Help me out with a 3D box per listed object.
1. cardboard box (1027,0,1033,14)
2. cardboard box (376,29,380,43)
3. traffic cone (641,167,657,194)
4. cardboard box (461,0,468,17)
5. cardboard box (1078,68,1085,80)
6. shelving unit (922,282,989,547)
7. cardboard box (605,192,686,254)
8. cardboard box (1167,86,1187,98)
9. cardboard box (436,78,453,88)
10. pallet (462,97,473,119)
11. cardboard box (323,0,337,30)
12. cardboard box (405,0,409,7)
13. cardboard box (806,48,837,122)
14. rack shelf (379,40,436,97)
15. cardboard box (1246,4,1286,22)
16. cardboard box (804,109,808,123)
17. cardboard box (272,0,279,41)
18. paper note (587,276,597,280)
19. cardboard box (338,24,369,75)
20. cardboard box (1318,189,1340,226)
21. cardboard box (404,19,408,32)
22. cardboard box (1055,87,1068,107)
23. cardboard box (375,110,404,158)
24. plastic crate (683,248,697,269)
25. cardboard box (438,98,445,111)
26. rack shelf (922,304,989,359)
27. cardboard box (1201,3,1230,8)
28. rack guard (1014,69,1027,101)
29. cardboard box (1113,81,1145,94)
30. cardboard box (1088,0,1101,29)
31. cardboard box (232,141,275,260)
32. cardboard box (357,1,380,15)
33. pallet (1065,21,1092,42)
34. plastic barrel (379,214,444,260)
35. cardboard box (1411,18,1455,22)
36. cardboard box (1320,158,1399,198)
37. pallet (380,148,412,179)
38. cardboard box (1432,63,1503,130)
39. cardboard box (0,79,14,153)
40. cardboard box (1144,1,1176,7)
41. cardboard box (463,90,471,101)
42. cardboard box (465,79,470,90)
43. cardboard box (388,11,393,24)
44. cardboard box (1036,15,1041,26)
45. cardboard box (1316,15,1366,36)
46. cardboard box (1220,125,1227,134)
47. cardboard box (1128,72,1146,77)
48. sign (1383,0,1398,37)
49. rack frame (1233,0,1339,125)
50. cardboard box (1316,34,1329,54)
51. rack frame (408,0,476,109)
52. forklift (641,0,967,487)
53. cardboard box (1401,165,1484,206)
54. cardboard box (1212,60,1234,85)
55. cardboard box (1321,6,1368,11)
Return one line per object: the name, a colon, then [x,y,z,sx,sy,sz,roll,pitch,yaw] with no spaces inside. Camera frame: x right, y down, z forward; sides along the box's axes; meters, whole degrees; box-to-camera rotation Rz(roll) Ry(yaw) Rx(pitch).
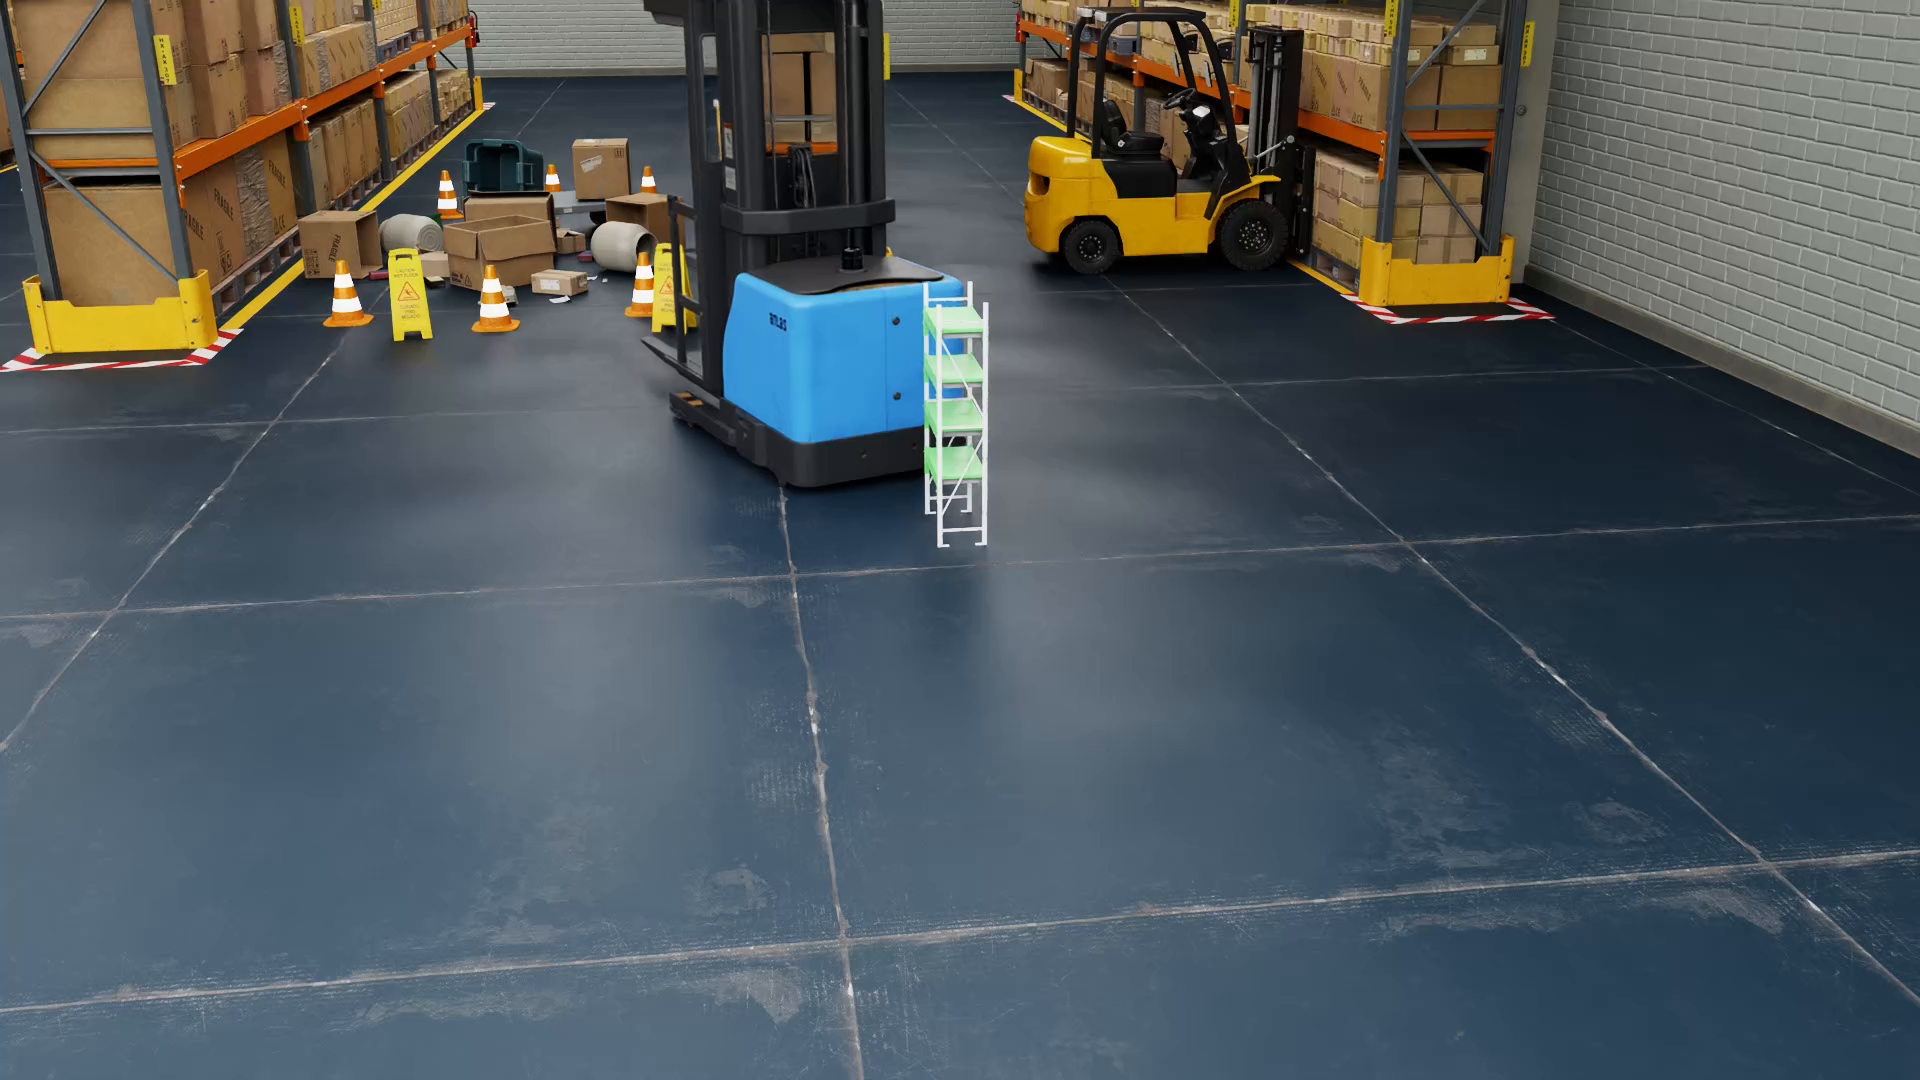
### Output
cardboard box: [1.375,-8.614,26.782,0.500,0.250,0.500,-3,21,-7]
cardboard box: [-7.042,-5.921,19.541,0.380,0.149,0.250,-2,21,-5]
traffic cone: [-3.243,-3.654,17.339,0.336,0.463,0.334,-3,21,-8]
cardboard box: [-7.973,-8.398,25.845,0.500,0.500,0.500,-2,21,-7]
cardboard box: [1.868,-6.697,23.906,0.380,0.149,0.250,-2,21,-5]
shelving unit: [-0.024,-0.619,8.160,0.258,1.200,0.503,-3,21,-8]
cardboard box: [-2.871,-2.874,15.194,0.500,0.500,0.500,12,24,29]
cardboard box: [2.878,-5.740,21.342,0.380,0.149,0.250,-2,21,-6]
cardboard box: [-7.760,-6.781,24.709,0.380,0.149,0.250,-3,21,-7]
pallet: [-8.199,-6.738,25.956,1.003,0.211,1.213,-3,21,-8]
cardboard box: [-6.934,-5.591,17.326,0.700,0.500,0.500,-3,21,-9]
cardboard box: [-7.390,-7.015,21.620,0.380,0.149,0.250,-4,21,-9]
cardboard box: [-0.896,-3.463,12.633,0.500,0.500,0.500,-3,21,-9]
rack shelf: [-7.427,-5.940,20.860,1.077,0.370,4.000,-3,21,-8]
cardboard box: [2.985,-5.100,16.090,0.380,0.149,0.250,-2,21,-7]
cardboard box: [-1.114,-3.559,13.816,0.380,0.149,0.250,-2,21,-6]
cardboard box: [-6.543,-4.646,14.610,0.875,0.550,0.550,-3,21,-8]
paper note: [-3.182,-2.231,14.163,0.148,0.019,0.142,4,21,11]
cardboard box: [-6.738,-5.316,18.019,0.500,0.500,0.500,-3,21,-8]
cardboard box: [3.368,-2.820,14.096,0.500,0.250,0.500,-3,21,-8]
cardboard box: [-7.355,-6.658,21.513,0.380,0.149,0.250,-4,21,-11]
cardboard box: [1.657,-6.723,25.237,0.396,0.266,0.258,-2,21,-6]
cardboard box: [-6.989,-4.868,19.934,0.500,0.500,0.500,-4,21,-10]
plastic crate: [-2.264,-2.531,14.879,0.402,0.080,0.583,-11,23,-26]
cardboard box: [-7.451,-6.111,23.341,0.380,0.149,0.250,-2,21,-5]
rack shelf: [-0.024,-1.009,8.014,0.258,0.148,0.480,-3,21,-8]
cardboard box: [3.028,-6.191,19.435,0.380,0.149,0.250,-3,21,-8]
rack guard: [1.514,-7.693,28.099,1.175,0.500,0.348,-3,21,-8]
cardboard box: [2.240,-5.975,21.971,0.380,0.149,0.250,-3,21,-9]
cardboard box: [2.116,-7.119,22.247,0.700,0.500,0.500,-3,21,-8]
cardboard box: [-6.407,-2.867,14.043,0.875,0.875,0.875,-3,21,-7]
cardboard box: [-7.086,-6.290,19.678,0.380,0.149,0.250,-3,21,-8]
pallet: [2.087,-7.133,23.302,1.003,0.211,1.213,-3,21,-8]
plastic barrel: [-4.881,-2.677,14.779,0.512,0.421,0.421,12,24,30]
cardboard box: [3.895,-4.237,13.779,0.380,0.149,0.250,-3,21,-7]
cardboard box: [3.355,-3.048,13.990,0.500,0.250,0.500,-3,21,-7]
pallet: [-7.250,-4.549,20.093,1.003,0.211,1.213,-3,21,-8]
cardboard box: [4.013,-3.583,13.379,0.500,0.500,0.500,-2,21,-6]
cardboard box: [-12.262,-5.119,20.072,1.225,0.875,0.875,-3,21,-8]
cardboard box: [2.411,-6.346,19.850,0.380,0.149,0.250,-2,21,-6]
cardboard box: [-7.873,-6.960,26.037,0.380,0.149,0.250,-2,21,-6]
cardboard box: [-7.934,-7.186,26.219,0.380,0.149,0.250,-3,21,-9]
cardboard box: [-7.197,-6.426,20.467,0.380,0.149,0.250,-3,21,-8]
cardboard box: [1.415,-8.196,26.233,0.380,0.149,0.250,-4,21,-9]
cardboard box: [3.266,-4.391,14.190,0.380,0.149,0.250,-3,21,-7]
cardboard box: [3.146,-4.000,17.432,0.875,0.625,0.625,-2,21,-5]
cardboard box: [2.568,-6.460,23.271,0.380,0.149,0.250,-4,21,-10]
sign: [3.270,-3.981,12.596,0.100,0.325,0.005,-3,21,-8]
rack frame: [3.233,-4.736,16.608,1.000,3.000,0.127,-3,21,-8]
cardboard box: [3.273,-4.250,14.239,0.380,0.149,0.250,-3,21,-7]
rack frame: [-8.292,-8.354,26.296,1.000,3.000,0.127,-3,21,-8]
forklift: [-1.123,-2.121,9.705,1.130,2.935,3.031,-11,23,-27]
cardboard box: [3.927,-2.904,13.604,0.500,0.250,0.500,-3,21,-9]
cardboard box: [2.901,-4.827,17.066,0.500,0.250,0.500,-2,21,-7]
cardboard box: [3.624,-4.950,15.688,0.380,0.149,0.250,-3,21,-8]
